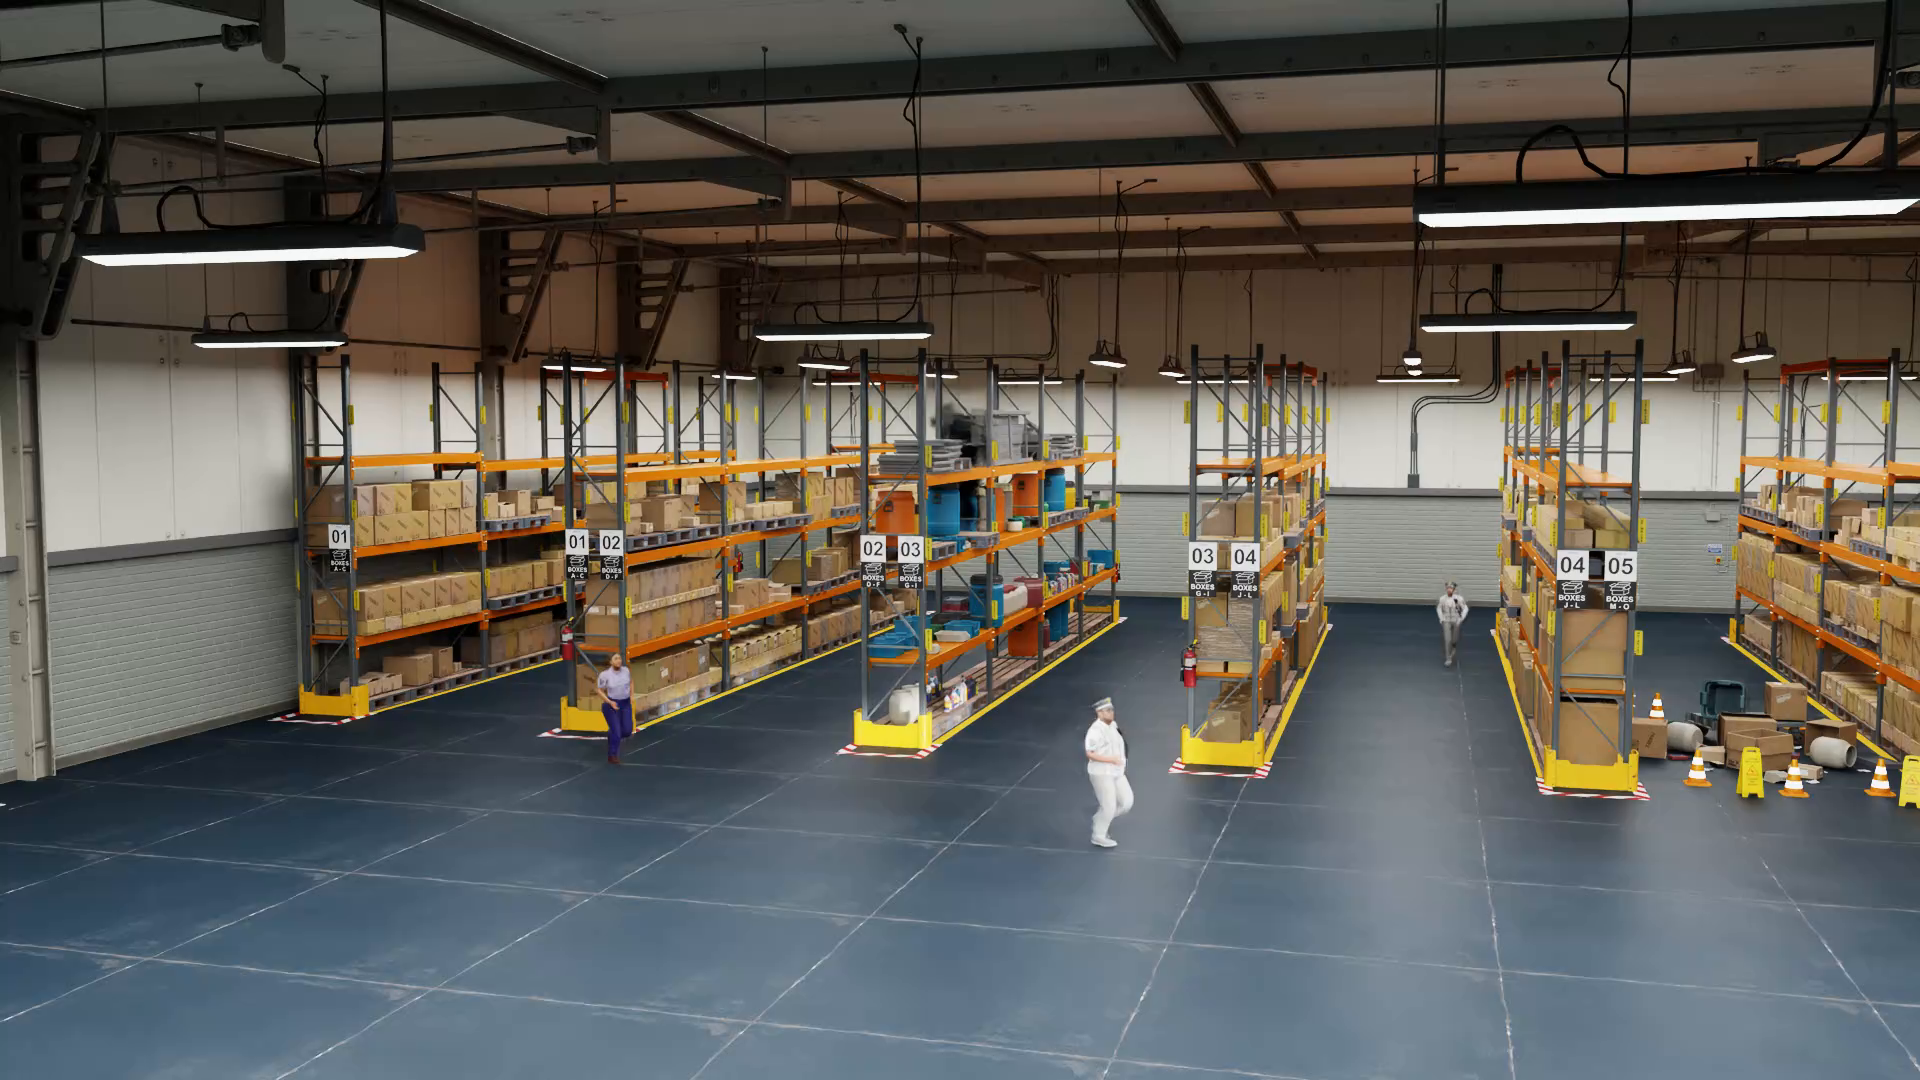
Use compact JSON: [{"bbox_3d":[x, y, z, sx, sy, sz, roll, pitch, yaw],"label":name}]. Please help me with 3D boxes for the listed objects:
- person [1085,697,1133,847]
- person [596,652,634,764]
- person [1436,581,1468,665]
[{"bbox_3d":[1.747,2.683,19.264,0.606,1.736,0.653,3,5,38],"label":"person"},{"bbox_3d":[-4.976,2.411,24.036,0.621,1.617,0.619,-4,6,-41],"label":"person"},{"bbox_3d":[9.937,1.662,33.564,0.622,1.693,0.666,2,5,23],"label":"person"}]
